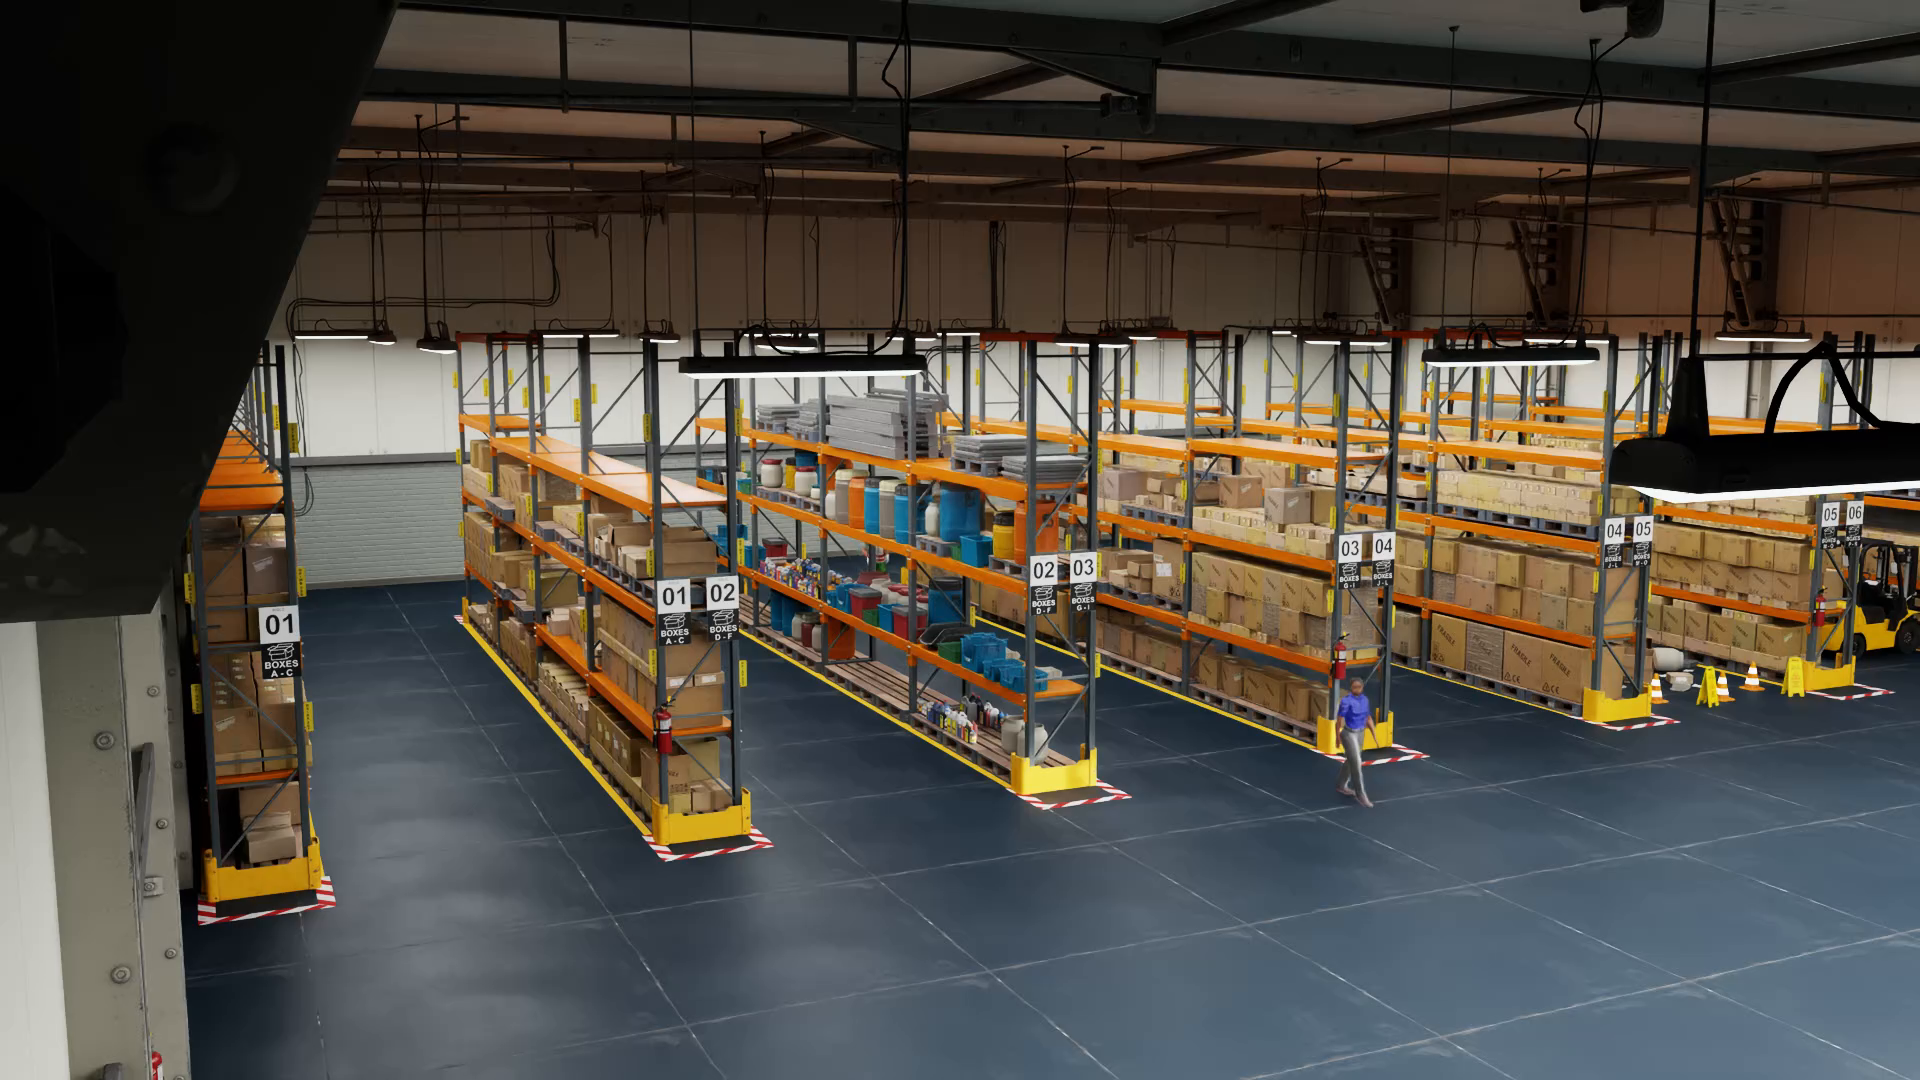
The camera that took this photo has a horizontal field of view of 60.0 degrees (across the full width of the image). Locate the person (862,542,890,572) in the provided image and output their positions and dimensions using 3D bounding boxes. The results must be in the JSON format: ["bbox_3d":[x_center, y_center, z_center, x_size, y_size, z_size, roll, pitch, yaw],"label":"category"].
[{"bbox_3d":[-1.865,0.476,37.324,0.688,1.685,0.647,-2,8,-14],"label":"person"}]

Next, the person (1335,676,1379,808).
[{"bbox_3d":[5.183,2.616,21.733,0.466,1.692,0.742,-5,9,-35],"label":"person"}]
